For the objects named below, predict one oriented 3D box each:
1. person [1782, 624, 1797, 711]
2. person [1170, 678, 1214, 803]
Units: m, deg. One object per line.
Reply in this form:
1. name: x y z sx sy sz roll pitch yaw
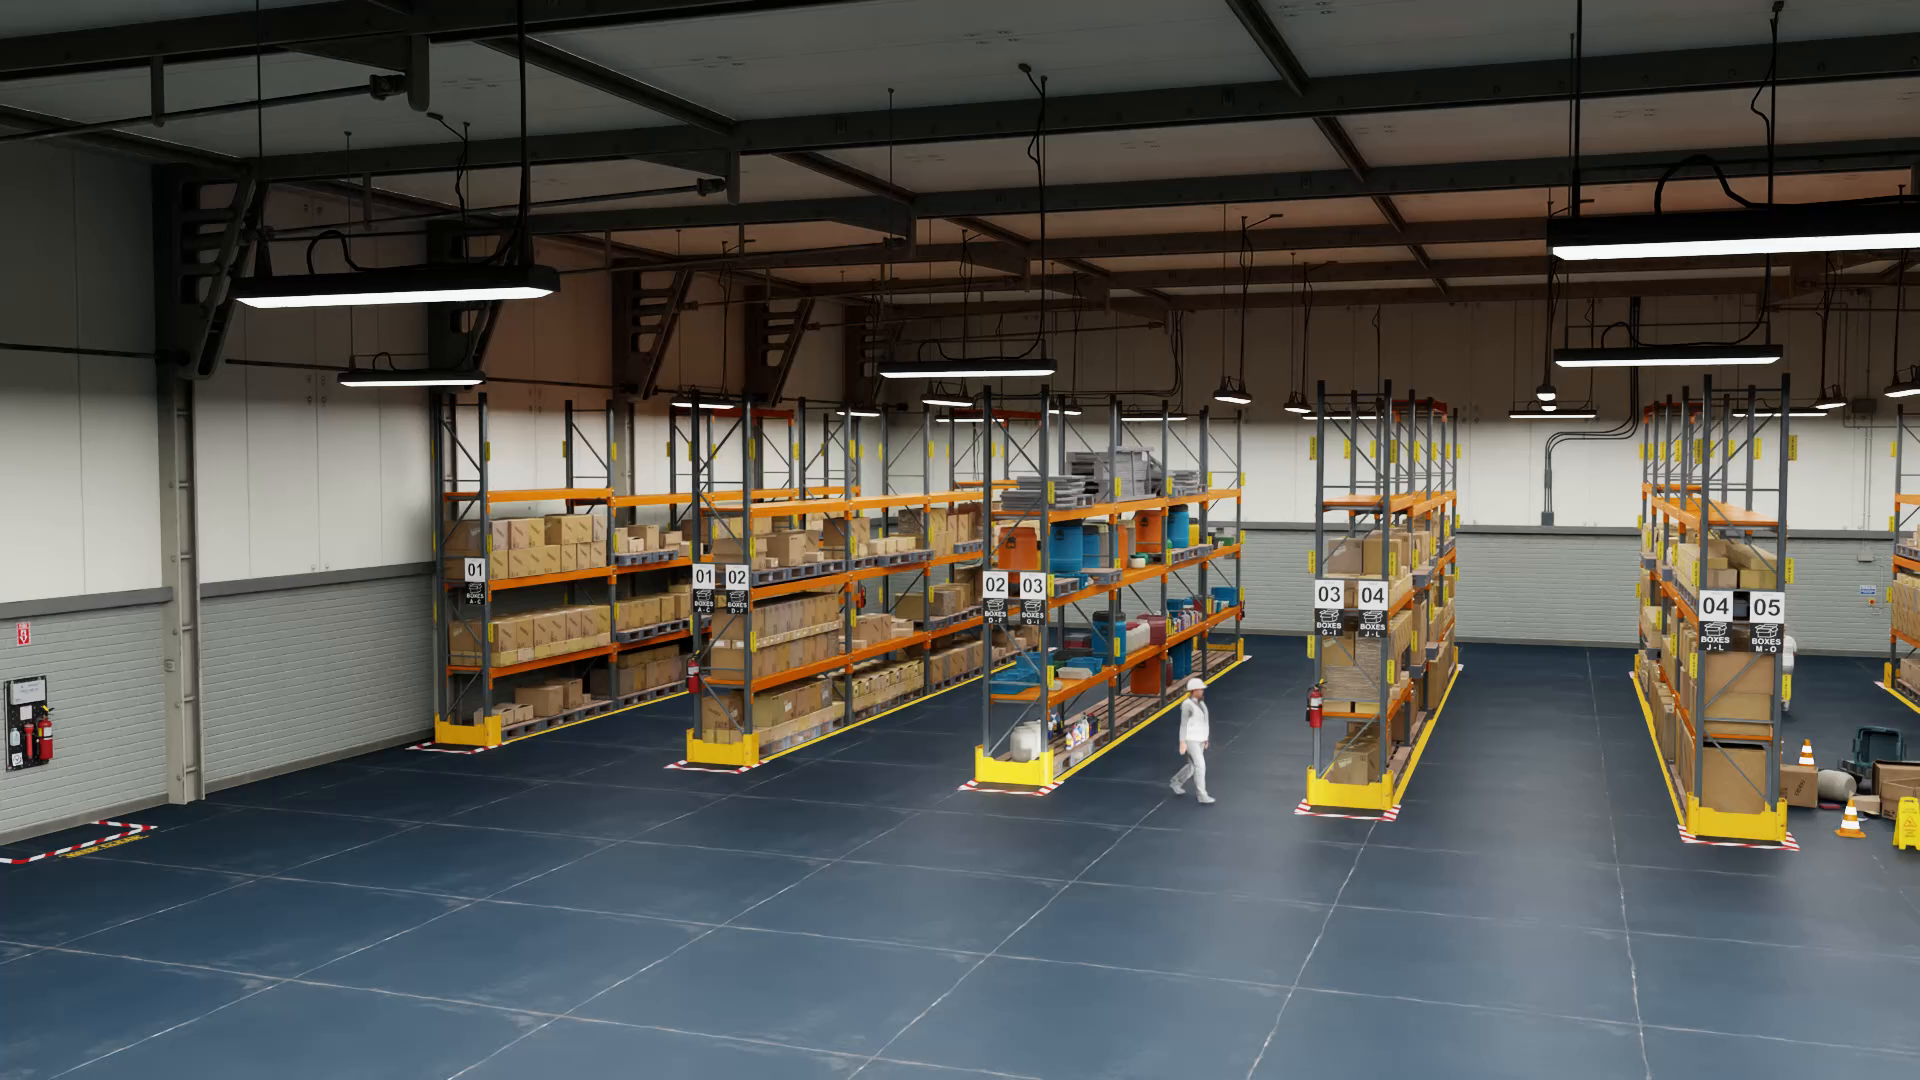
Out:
1. person: 15.873 2.447 32.082 0.591 1.705 0.752 0 3 6
2. person: 3.366 2.858 23.922 0.870 1.748 0.579 2 4 38
